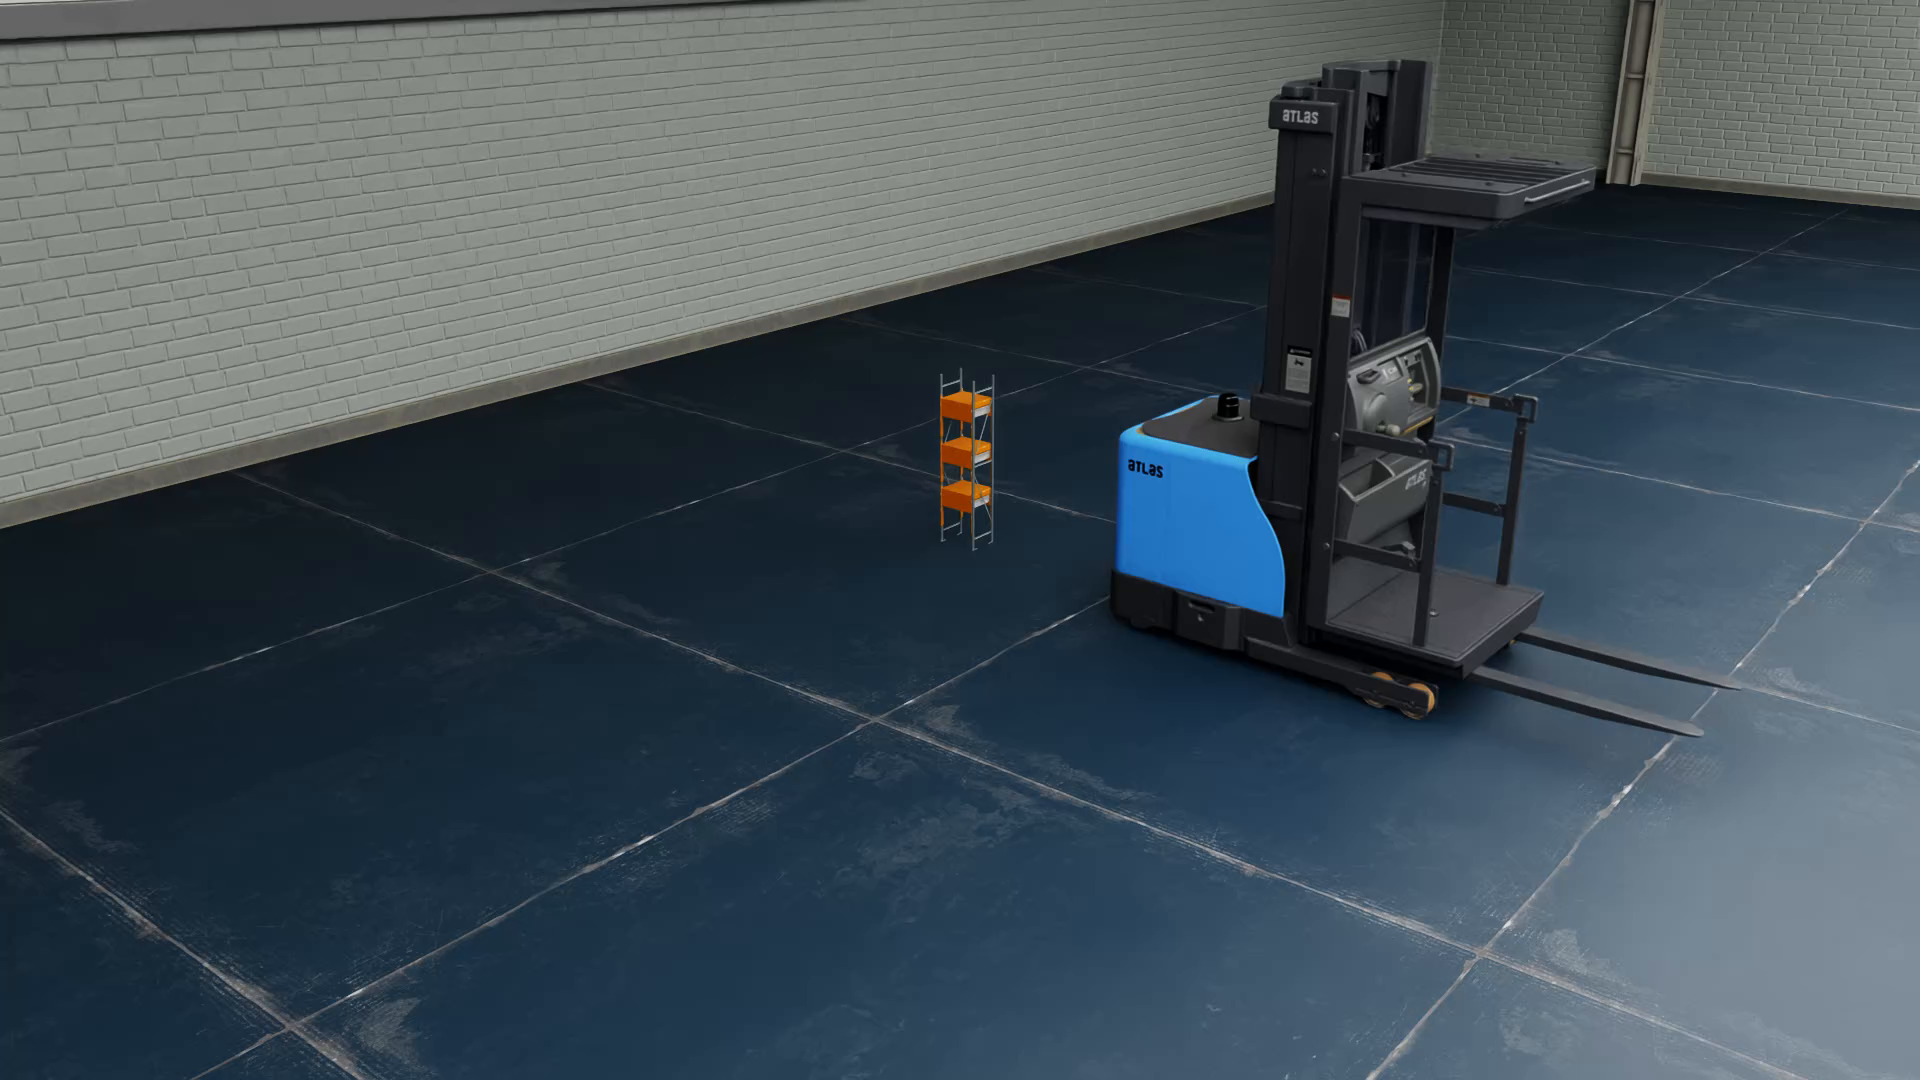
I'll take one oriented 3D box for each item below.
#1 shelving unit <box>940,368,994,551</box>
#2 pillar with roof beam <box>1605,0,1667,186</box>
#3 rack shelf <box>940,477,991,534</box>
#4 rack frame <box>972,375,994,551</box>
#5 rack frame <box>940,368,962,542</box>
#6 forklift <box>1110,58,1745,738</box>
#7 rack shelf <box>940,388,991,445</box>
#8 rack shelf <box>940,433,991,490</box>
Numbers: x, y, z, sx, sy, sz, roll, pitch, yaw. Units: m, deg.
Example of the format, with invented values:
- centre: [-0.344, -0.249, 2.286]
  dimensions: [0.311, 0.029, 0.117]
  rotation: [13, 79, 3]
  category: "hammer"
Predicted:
- centre: [0.041, -0.479, 9.951]
  dimensions: [0.252, 1.050, 0.215]
  rotation: [16, 26, 36]
  category: "shelving unit"
- centre: [6.678, -8.091, 18.869]
  dimensions: [0.400, 9.000, 9.100]
  rotation: [16, 26, 36]
  category: "pillar with roof beam"
- centre: [0.041, -0.209, 10.053]
  dimensions: [0.240, 0.259, 0.215]
  rotation: [16, 26, 36]
  category: "rack shelf"
- centre: [0.136, -0.452, 9.879]
  dimensions: [0.008, 1.050, 0.200]
  rotation: [16, 26, 36]
  category: "rack frame"
- centre: [-0.053, -0.507, 10.023]
  dimensions: [0.008, 1.050, 0.200]
  rotation: [16, 26, 36]
  category: "rack frame"
- centre: [2.271, -0.732, 7.956]
  dimensions: [3.031, 2.935, 1.130]
  rotation: [16, 26, 36]
  category: "forklift"
- centre: [0.041, -0.735, 9.855]
  dimensions: [0.240, 0.259, 0.215]
  rotation: [16, 26, 36]
  category: "rack shelf"
- centre: [0.041, -0.469, 9.955]
  dimensions: [0.240, 0.259, 0.215]
  rotation: [16, 26, 36]
  category: "rack shelf"
